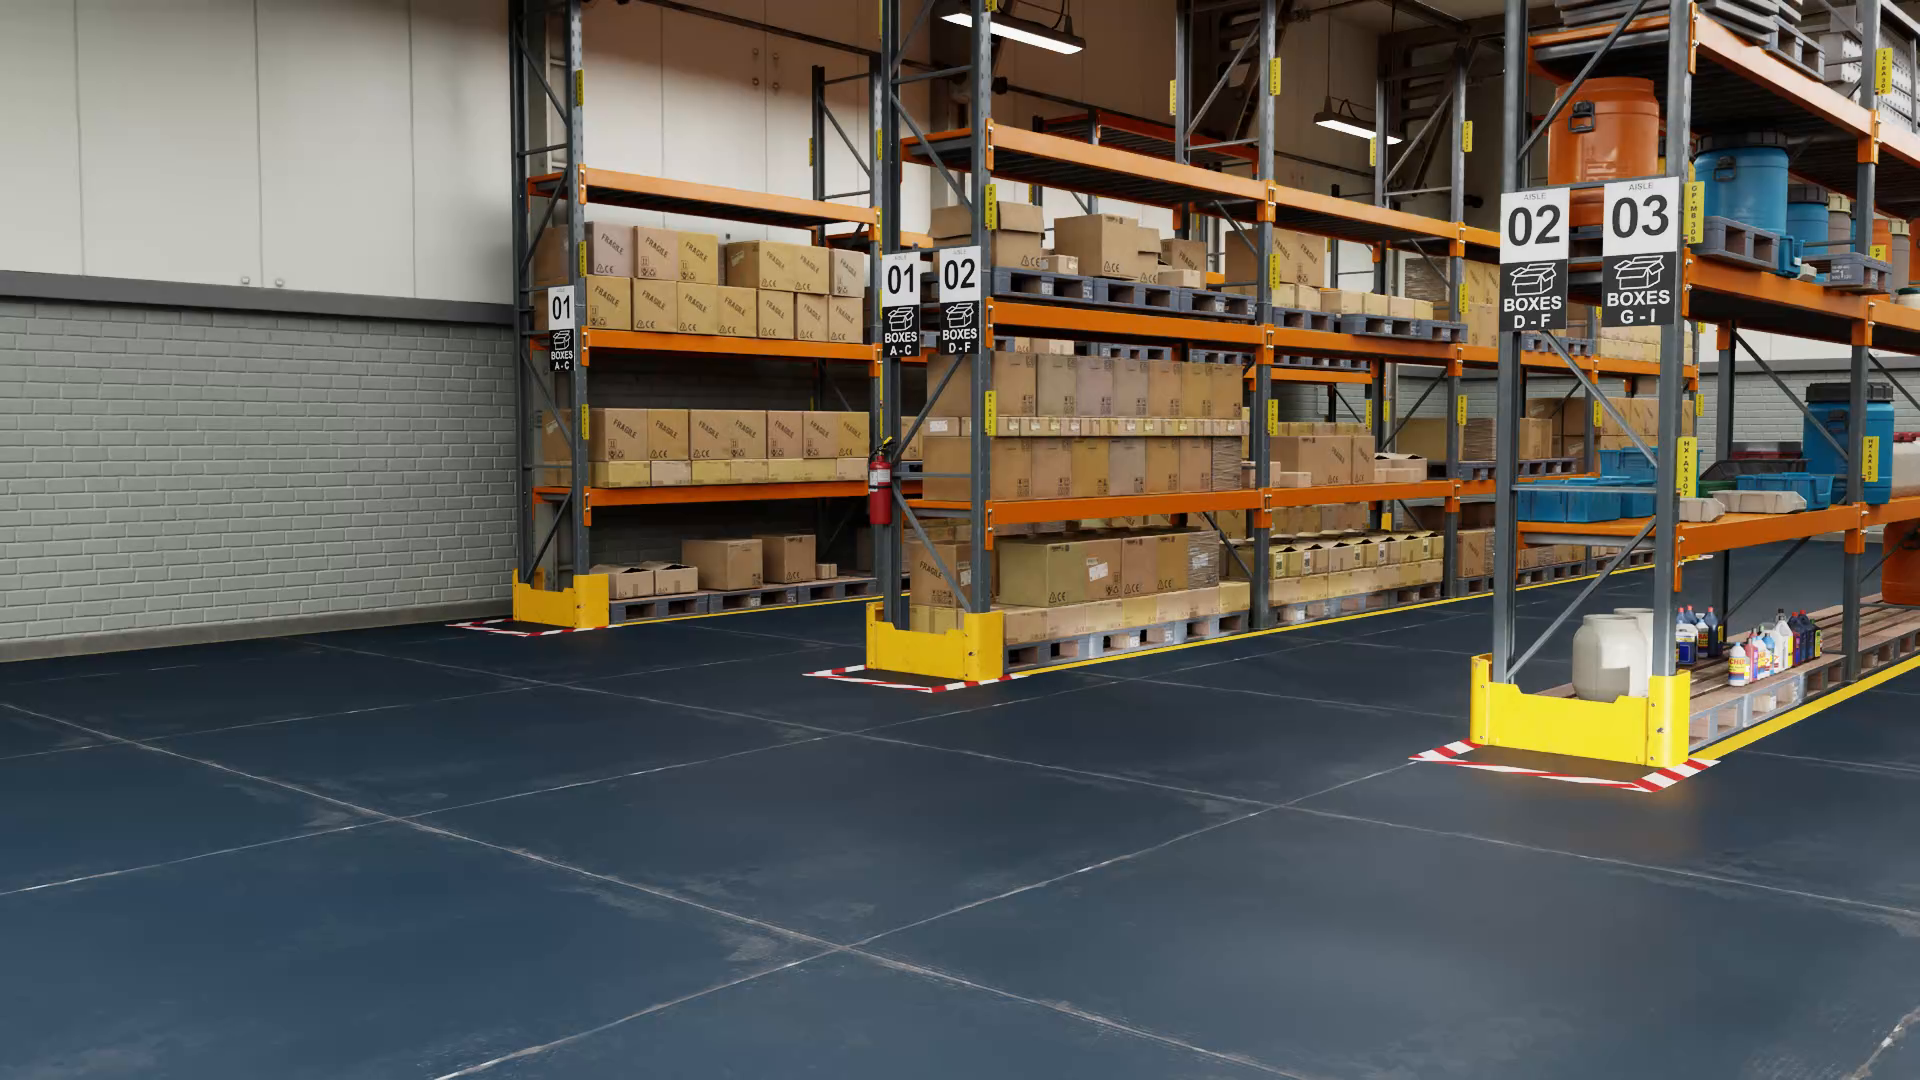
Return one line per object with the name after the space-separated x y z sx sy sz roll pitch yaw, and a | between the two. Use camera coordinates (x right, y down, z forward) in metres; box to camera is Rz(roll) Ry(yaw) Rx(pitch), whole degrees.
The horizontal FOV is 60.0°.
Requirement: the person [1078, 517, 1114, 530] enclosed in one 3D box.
1.368 -0.078 16.808 0.441 1.678 0.361 3 5 42 | person
